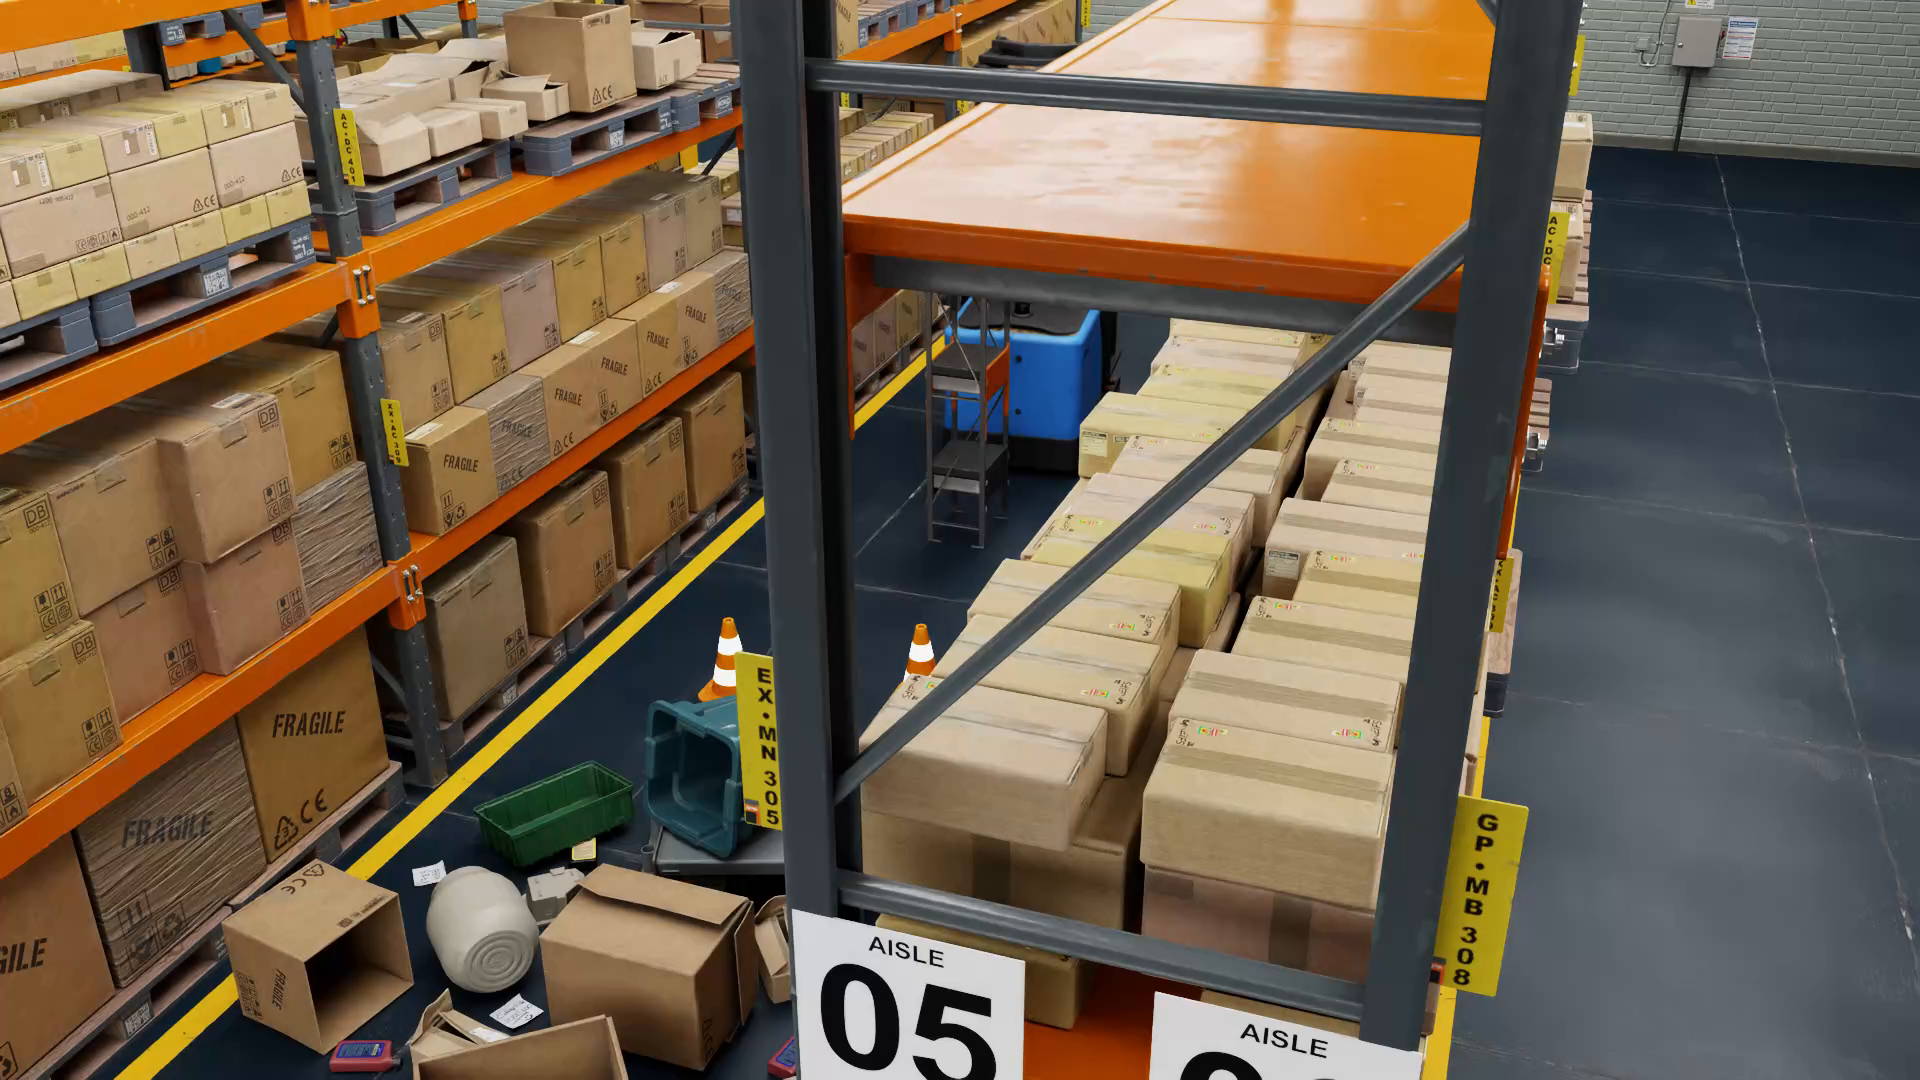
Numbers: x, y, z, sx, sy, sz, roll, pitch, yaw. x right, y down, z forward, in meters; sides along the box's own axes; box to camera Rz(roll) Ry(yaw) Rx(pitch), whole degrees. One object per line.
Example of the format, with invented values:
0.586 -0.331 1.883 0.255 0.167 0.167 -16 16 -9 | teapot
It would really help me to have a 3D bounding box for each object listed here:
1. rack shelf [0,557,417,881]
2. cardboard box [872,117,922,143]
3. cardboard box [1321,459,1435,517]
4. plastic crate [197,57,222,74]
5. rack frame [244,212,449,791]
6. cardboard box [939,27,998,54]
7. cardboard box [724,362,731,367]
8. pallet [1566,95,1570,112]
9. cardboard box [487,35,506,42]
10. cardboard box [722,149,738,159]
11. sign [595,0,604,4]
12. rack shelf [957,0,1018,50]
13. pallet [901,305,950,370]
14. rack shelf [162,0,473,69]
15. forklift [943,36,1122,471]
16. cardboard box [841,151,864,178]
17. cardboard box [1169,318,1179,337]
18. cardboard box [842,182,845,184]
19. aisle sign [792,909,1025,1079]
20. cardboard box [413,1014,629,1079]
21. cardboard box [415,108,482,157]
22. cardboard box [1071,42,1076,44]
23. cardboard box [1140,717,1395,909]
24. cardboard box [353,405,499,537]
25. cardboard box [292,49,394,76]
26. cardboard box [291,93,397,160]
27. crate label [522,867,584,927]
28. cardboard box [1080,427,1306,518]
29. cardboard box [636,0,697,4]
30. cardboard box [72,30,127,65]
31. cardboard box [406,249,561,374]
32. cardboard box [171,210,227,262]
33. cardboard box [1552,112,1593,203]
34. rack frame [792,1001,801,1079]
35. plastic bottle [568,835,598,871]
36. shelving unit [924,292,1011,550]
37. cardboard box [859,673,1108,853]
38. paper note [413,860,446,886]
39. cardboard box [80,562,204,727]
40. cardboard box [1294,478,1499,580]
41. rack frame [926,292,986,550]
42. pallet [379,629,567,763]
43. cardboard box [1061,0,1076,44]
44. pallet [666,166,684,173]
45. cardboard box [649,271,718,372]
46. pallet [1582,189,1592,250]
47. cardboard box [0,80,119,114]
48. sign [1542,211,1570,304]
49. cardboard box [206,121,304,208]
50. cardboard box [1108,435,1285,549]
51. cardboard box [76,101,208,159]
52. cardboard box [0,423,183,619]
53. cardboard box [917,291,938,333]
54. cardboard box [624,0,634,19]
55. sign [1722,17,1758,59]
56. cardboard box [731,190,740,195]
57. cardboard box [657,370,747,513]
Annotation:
-3.827 0.991 6.586 1.077 0.370 4.000 9 27 17 | rack shelf
-0.538 -3.482 14.123 0.380 0.149 0.250 8 27 16 | cardboard box
1.040 -0.050 3.843 0.380 0.149 0.250 10 27 19 | cardboard box
-8.924 -5.636 19.571 0.416 0.233 0.300 9 27 17 | plastic crate
-3.162 -0.155 8.127 1.000 3.000 0.127 9 27 17 | rack frame
0.039 -4.436 15.367 0.500 0.500 0.500 8 27 16 | cardboard box
-1.850 -1.519 12.471 0.500 0.250 0.500 8 27 16 | cardboard box
3.035 -2.659 10.075 1.213 0.211 1.003 10 28 20 | pallet
-2.446 -2.844 9.814 0.500 0.250 0.500 10 27 19 | cardboard box
-1.667 -2.941 13.006 0.380 0.149 0.250 10 28 20 | cardboard box
-2.342 -3.461 10.920 0.100 0.325 0.005 9 27 17 | sign
0.166 -5.290 16.118 1.077 0.370 4.000 9 27 17 | rack shelf
-0.757 -1.867 14.864 1.003 0.211 1.213 9 27 17 | pallet
-5.809 -4.407 14.294 1.077 0.370 4.000 9 27 17 | rack shelf
0.704 -2.443 12.932 1.130 2.935 3.031 6 26 12 | forklift
-0.972 -2.946 13.017 0.380 0.149 0.250 8 27 17 | cardboard box
0.859 -0.670 5.122 0.380 0.149 0.250 9 27 17 | cardboard box
-1.053 -2.707 12.864 0.380 0.149 0.250 8 27 17 | cardboard box
-0.085 0.979 2.803 0.394 0.787 0.004 9 27 17 | aisle sign
-1.594 2.200 6.128 0.797 0.503 0.637 -9 27 -18 | cardboard box
-2.583 -2.016 8.221 0.250 0.149 0.380 9 27 17 | cardboard box
0.925 -5.043 17.767 0.500 0.500 0.500 9 27 18 | cardboard box
0.519 0.453 2.803 0.380 0.149 0.250 9 27 17 | cardboard box
-2.733 -0.377 8.471 0.500 0.500 0.500 9 27 18 | cardboard box
-5.587 -4.155 15.124 0.797 0.503 0.637 9 27 18 | cardboard box
-3.077 -1.985 8.040 0.500 0.250 0.500 9 27 18 | cardboard box
-1.873 1.641 7.704 0.298 0.136 0.250 -9 27 -18 | crate label
0.628 -0.129 4.462 0.500 0.250 0.500 9 27 18 | cardboard box
-1.941 -3.742 11.101 0.396 0.266 0.258 9 27 17 | cardboard box
-6.401 -3.611 11.996 0.500 0.250 0.500 9 27 18 | cardboard box
-2.664 -1.274 9.177 0.700 0.500 0.500 9 27 18 | cardboard box
-3.150 -1.219 6.576 0.380 0.149 0.250 9 27 18 | cardboard box
2.269 -1.563 6.711 0.500 0.250 0.500 8 27 16 | cardboard box
0.209 2.166 3.335 1.000 3.000 0.127 9 27 17 | rack frame
-1.830 1.500 8.081 0.133 0.061 0.283 -5 26 -9 | plastic bottle
0.055 -1.013 10.933 0.431 2.100 0.503 9 27 17 | shelving unit
0.043 0.388 2.938 0.380 0.149 0.250 9 27 18 | cardboard box
-2.531 1.589 7.932 0.147 0.020 0.142 -9 27 -18 | paper note
-3.726 0.365 6.881 0.875 0.550 0.550 9 27 17 | cardboard box
1.142 -0.048 4.296 0.500 0.250 0.500 9 27 19 | cardboard box
-0.026 -0.913 10.726 0.400 2.100 0.015 9 27 17 | rack frame
-2.976 0.772 9.412 1.003 0.211 1.213 9 27 17 | pallet
0.914 -5.491 17.545 0.500 0.500 0.500 8 27 16 | cardboard box
-4.004 -4.252 19.789 1.003 0.211 1.213 9 27 17 | pallet
-1.894 -1.415 10.615 0.500 0.500 0.500 9 27 17 | cardboard box
2.188 -1.409 7.491 1.213 0.211 1.003 9 27 17 | pallet
-3.687 -1.779 6.817 0.380 0.149 0.250 9 27 17 | cardboard box
2.054 -0.985 5.808 0.100 0.325 0.005 9 27 17 | sign
-3.083 -1.566 6.833 0.500 0.250 0.500 8 27 17 | cardboard box
0.566 -0.120 3.987 0.380 0.149 0.250 8 27 16 | cardboard box
-3.151 -1.581 6.408 0.380 0.149 0.250 9 27 17 | cardboard box
-3.700 -0.117 6.638 0.875 0.550 0.550 9 27 17 | cardboard box
-0.508 -2.165 14.667 0.500 0.500 0.500 8 27 16 | cardboard box
-3.726 -6.012 19.196 0.500 0.500 0.500 9 27 18 | cardboard box
9.855 -6.336 21.004 0.329 0.494 0.001 9 27 17 | sign
-1.839 -2.598 12.640 0.380 0.149 0.250 9 27 18 | cardboard box
-2.118 -0.738 11.431 1.050 0.750 0.750 8 27 17 | cardboard box
